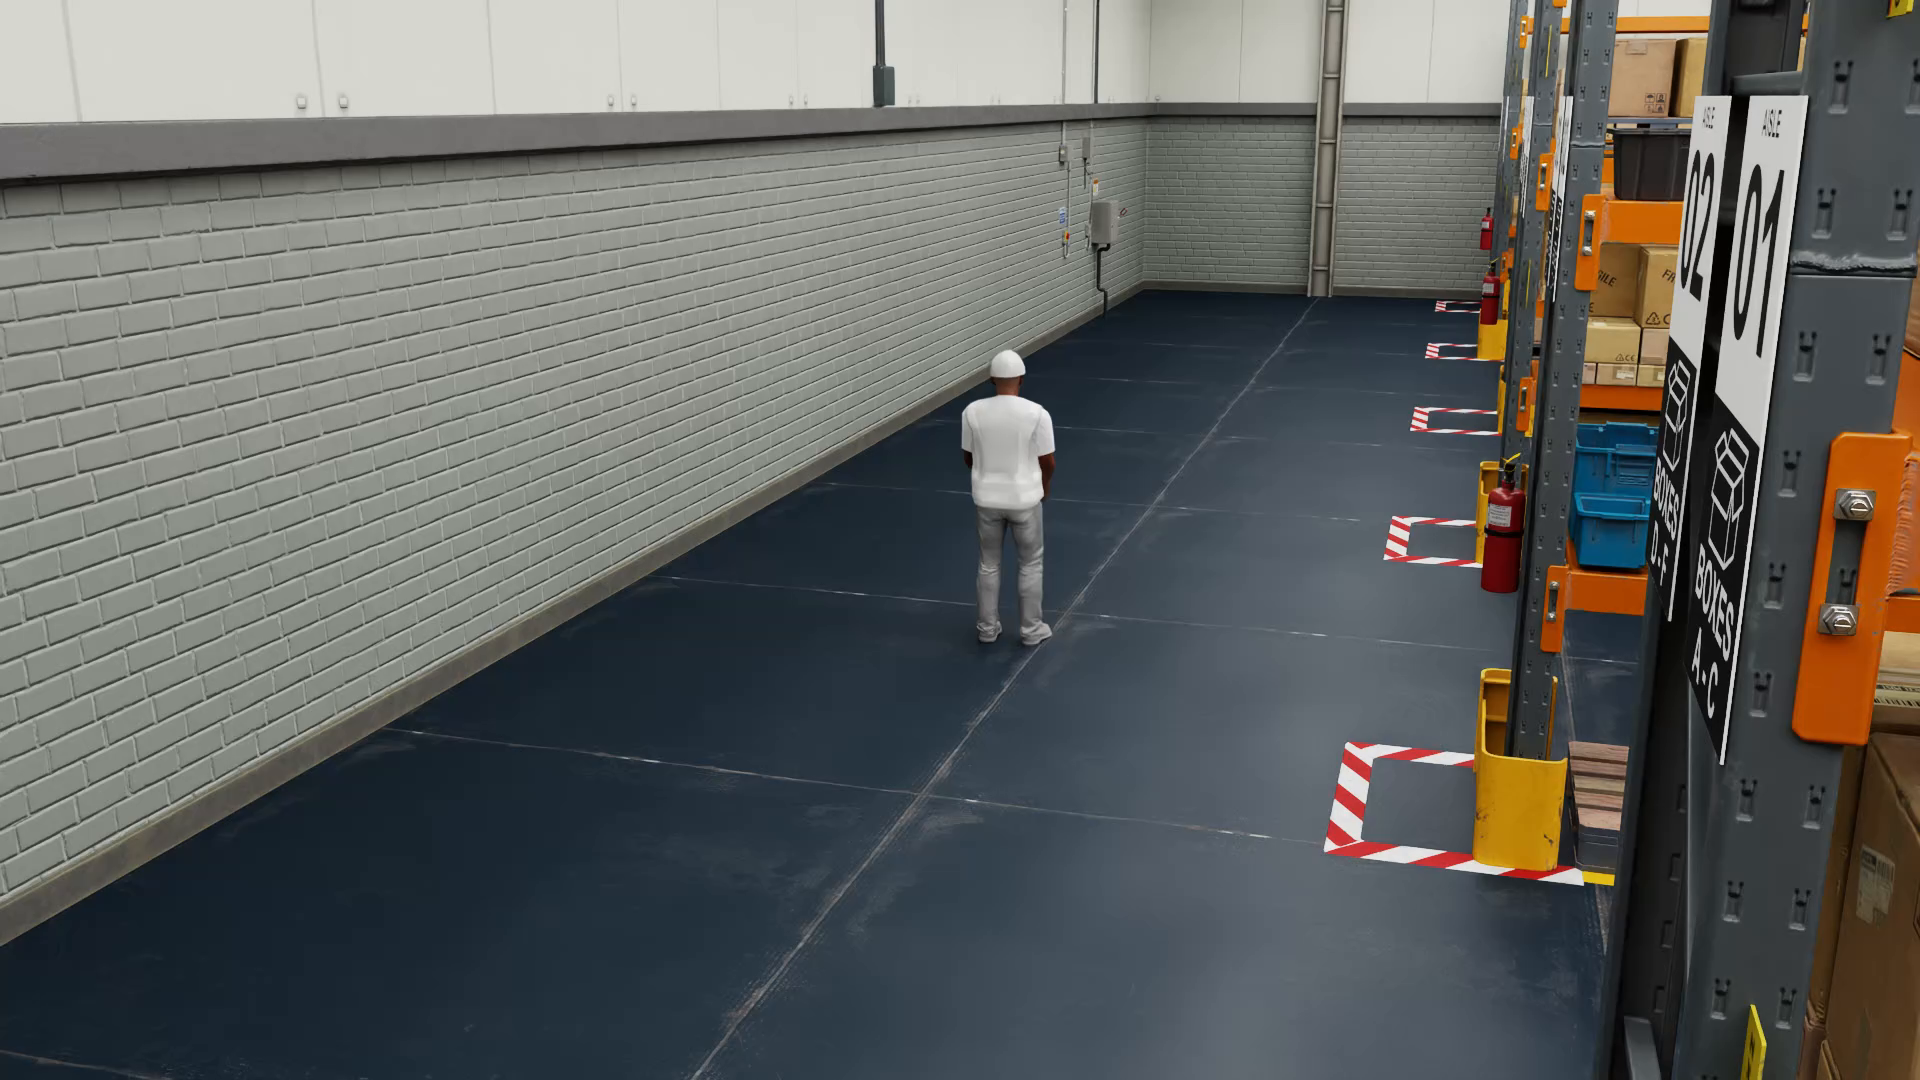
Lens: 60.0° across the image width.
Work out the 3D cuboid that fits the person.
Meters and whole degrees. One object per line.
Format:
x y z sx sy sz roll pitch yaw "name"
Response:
0.301 -0.259 9.937 0.562 1.768 0.509 4 15 15 "person"
